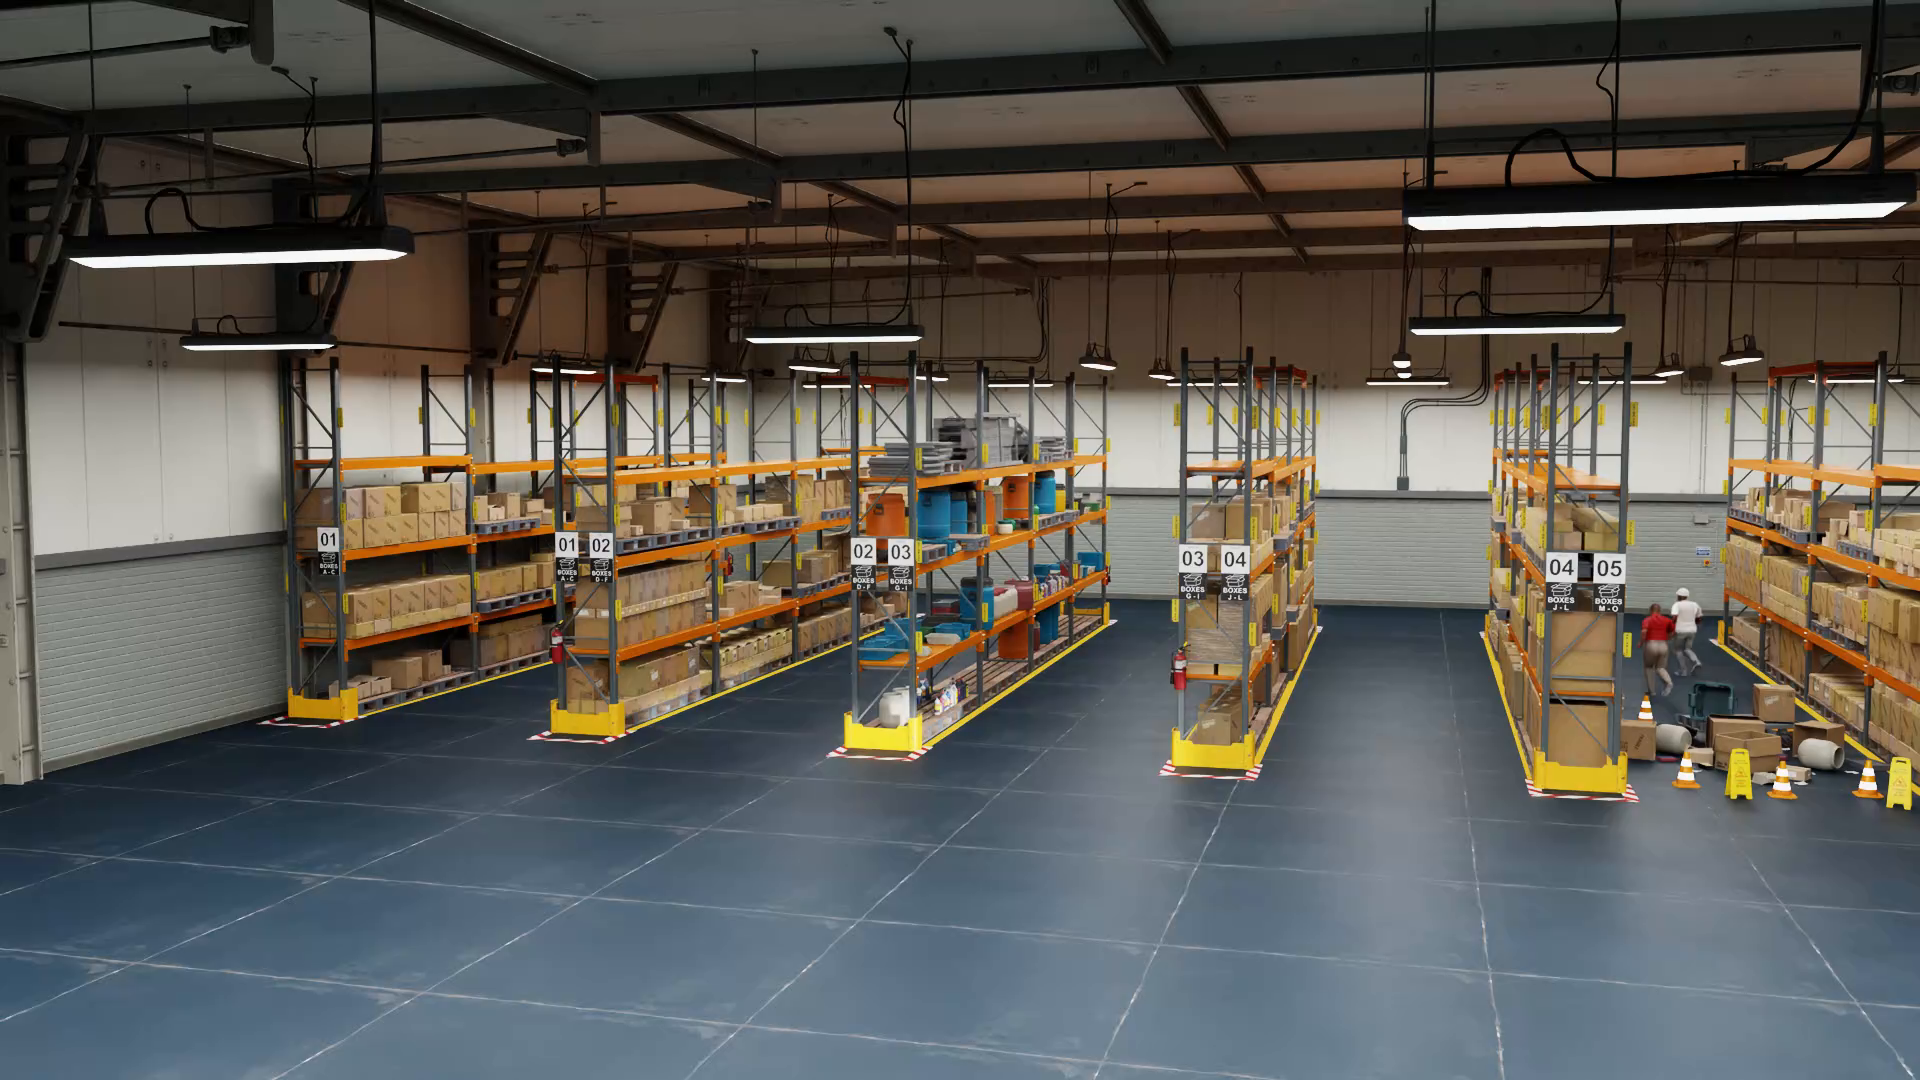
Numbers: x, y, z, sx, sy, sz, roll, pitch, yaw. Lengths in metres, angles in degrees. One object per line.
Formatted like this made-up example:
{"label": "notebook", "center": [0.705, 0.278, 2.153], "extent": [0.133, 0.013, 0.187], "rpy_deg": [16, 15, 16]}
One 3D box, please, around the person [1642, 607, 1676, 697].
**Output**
{"label": "person", "center": [12.535, 2.025, 29.808], "extent": [0.639, 1.602, 0.778], "rpy_deg": [0, 4, 2]}

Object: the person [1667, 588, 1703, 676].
{"label": "person", "center": [14.081, 1.796, 32.194], "extent": [0.697, 1.713, 0.766], "rpy_deg": [0, 4, -6]}
